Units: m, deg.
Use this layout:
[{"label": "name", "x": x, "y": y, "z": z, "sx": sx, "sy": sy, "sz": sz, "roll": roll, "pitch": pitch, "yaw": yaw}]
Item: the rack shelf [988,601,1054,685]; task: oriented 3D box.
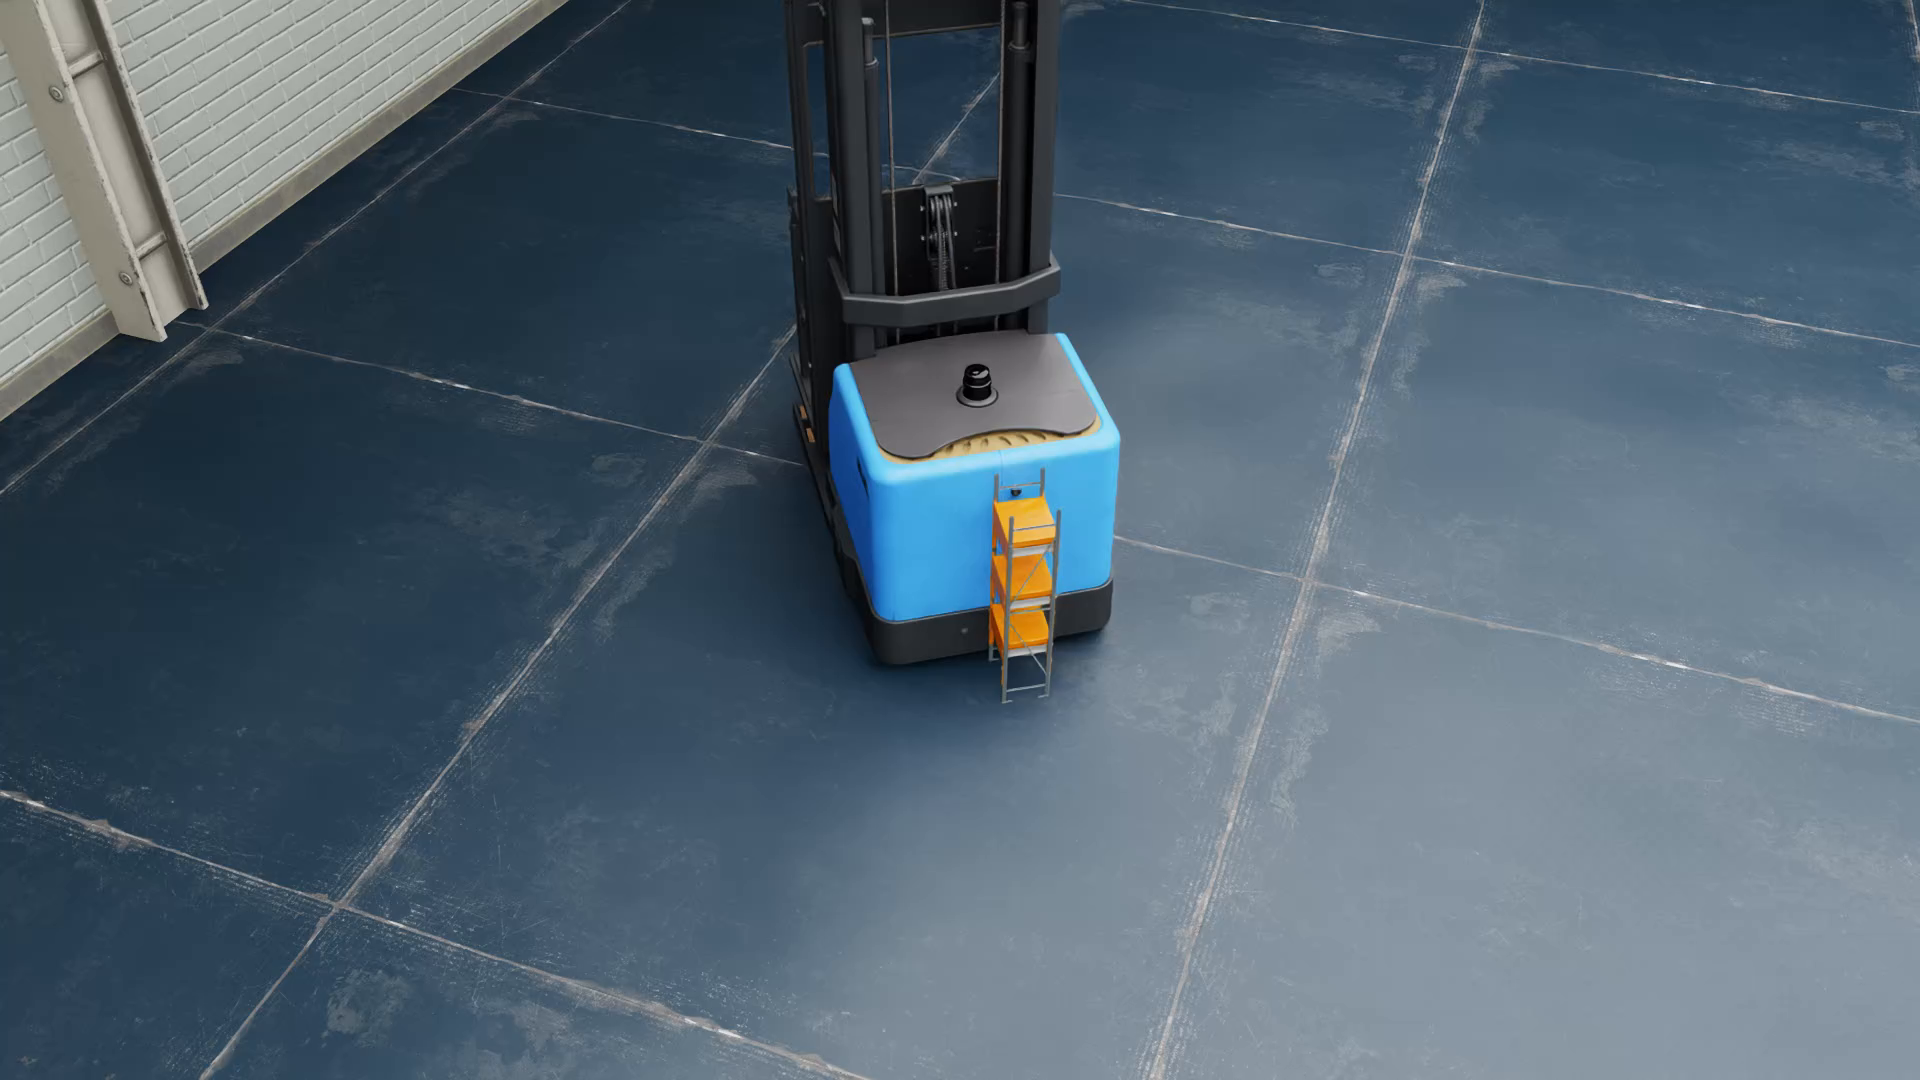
[{"label": "rack shelf", "x": 0.248, "y": 0.410, "z": 6.849, "sx": 0.215, "sy": 0.259, "sz": 0.240, "roll": -8, "pitch": 44, "yaw": -9}]

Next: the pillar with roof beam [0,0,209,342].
[{"label": "pillar with roof beam", "x": -0.333, "y": -3.687, "z": 5.092, "sx": 9.100, "sy": 9.000, "sz": 0.400, "roll": 13, "pitch": 42, "yaw": 15}]

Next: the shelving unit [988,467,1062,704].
[{"label": "shelving unit", "x": 0.251, "y": 0.200, "z": 6.651, "sx": 0.215, "sy": 1.050, "sz": 0.252, "roll": -8, "pitch": 44, "yaw": -9}]

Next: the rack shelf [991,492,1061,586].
[{"label": "rack shelf", "x": 0.254, "y": 0.001, "z": 6.463, "sx": 0.215, "sy": 0.259, "sz": 0.240, "roll": -8, "pitch": 44, "yaw": -9}]

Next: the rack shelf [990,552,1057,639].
[{"label": "rack shelf", "x": 0.251, "y": 0.208, "z": 6.658, "sx": 0.215, "sy": 0.259, "sz": 0.240, "roll": -8, "pitch": 44, "yaw": -9}]

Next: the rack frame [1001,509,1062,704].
[{"label": "rack frame", "x": 0.277, "y": 0.282, "z": 6.564, "sx": 0.200, "sy": 1.050, "sz": 0.008, "roll": -8, "pitch": 44, "yaw": -9}]

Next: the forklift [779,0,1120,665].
[{"label": "forklift", "x": -0.208, "y": -1.557, "z": 7.270, "sx": 1.130, "sy": 2.935, "sz": 3.031, "roll": -9, "pitch": 41, "yaw": -11}]

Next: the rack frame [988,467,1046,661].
[{"label": "rack frame", "x": 0.225, "y": 0.118, "z": 6.737, "sx": 0.200, "sy": 1.050, "sz": 0.008, "roll": -8, "pitch": 44, "yaw": -9}]
